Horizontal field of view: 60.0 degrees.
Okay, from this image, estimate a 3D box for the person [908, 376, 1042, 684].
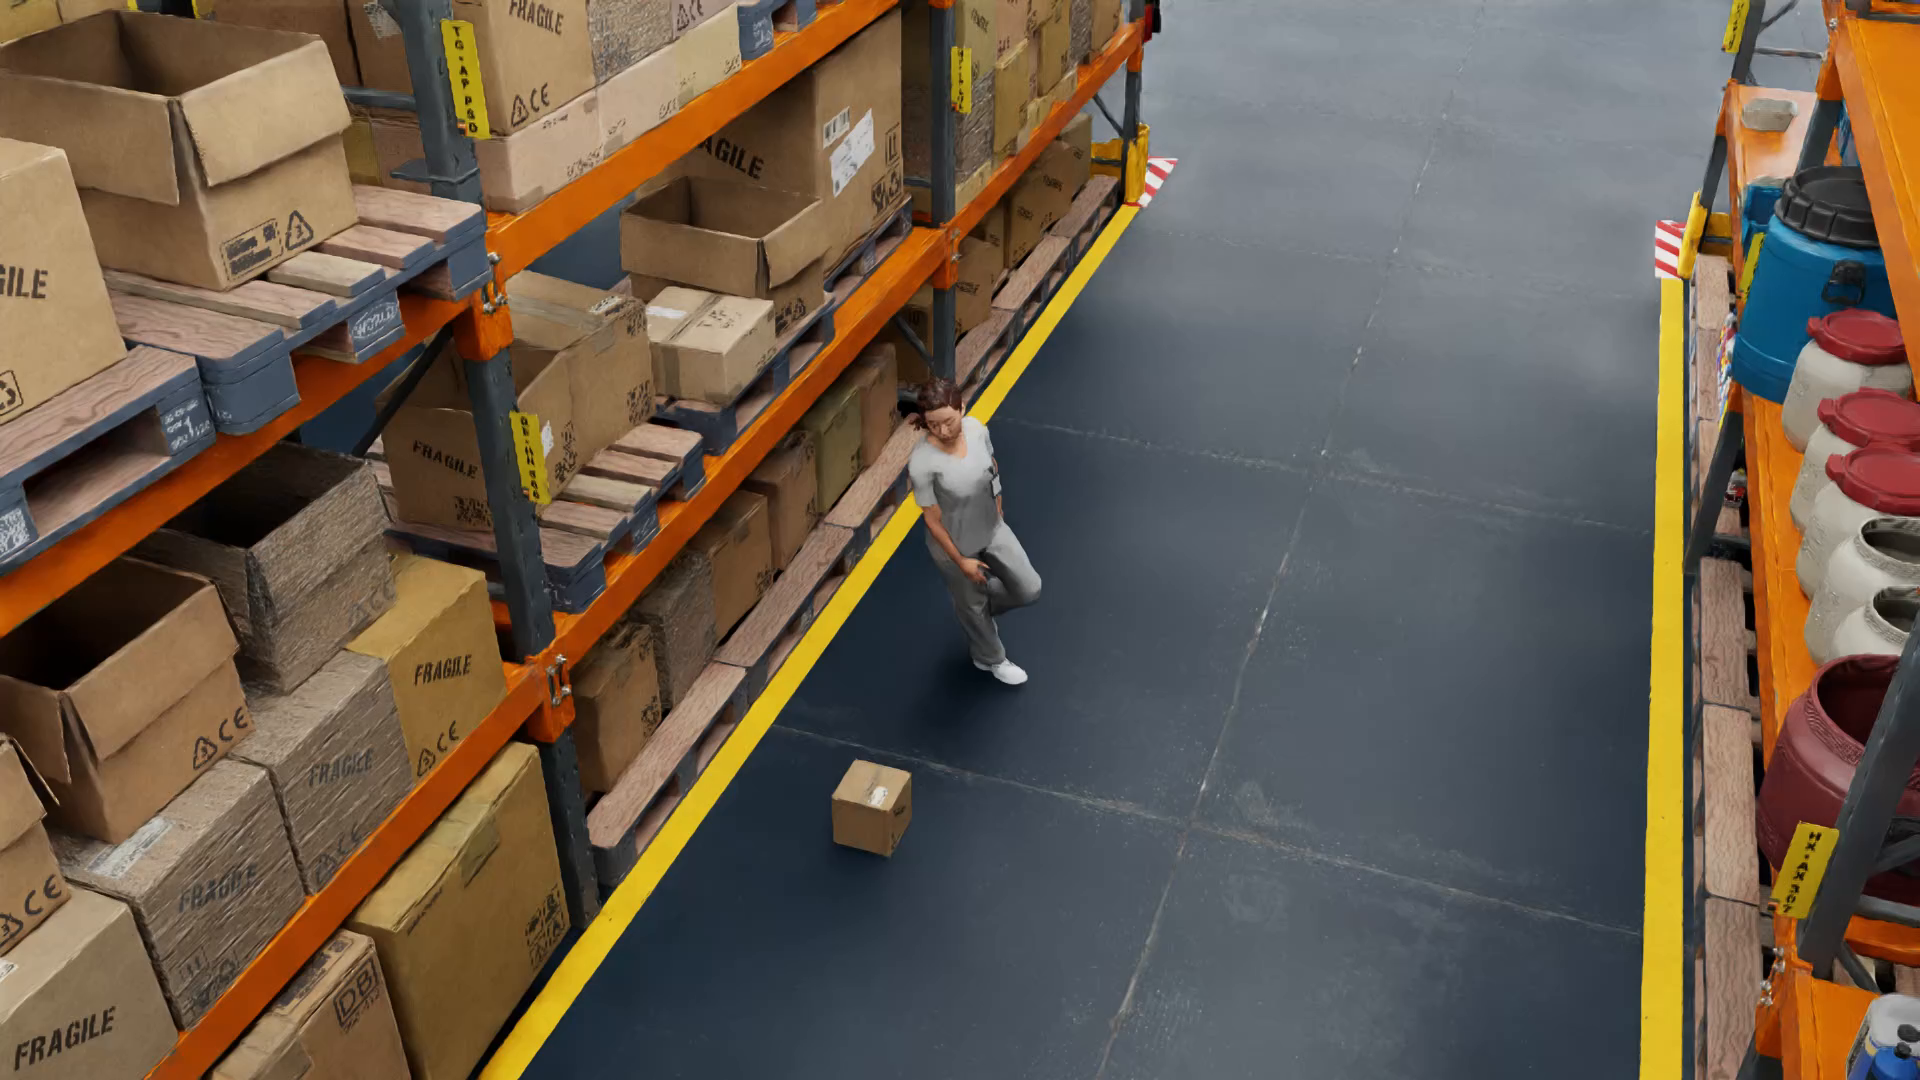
[{"bbox_3d":[0.027,-0.013,7.189,0.603,1.599,0.506,-25,41,-33],"label":"person"}]
